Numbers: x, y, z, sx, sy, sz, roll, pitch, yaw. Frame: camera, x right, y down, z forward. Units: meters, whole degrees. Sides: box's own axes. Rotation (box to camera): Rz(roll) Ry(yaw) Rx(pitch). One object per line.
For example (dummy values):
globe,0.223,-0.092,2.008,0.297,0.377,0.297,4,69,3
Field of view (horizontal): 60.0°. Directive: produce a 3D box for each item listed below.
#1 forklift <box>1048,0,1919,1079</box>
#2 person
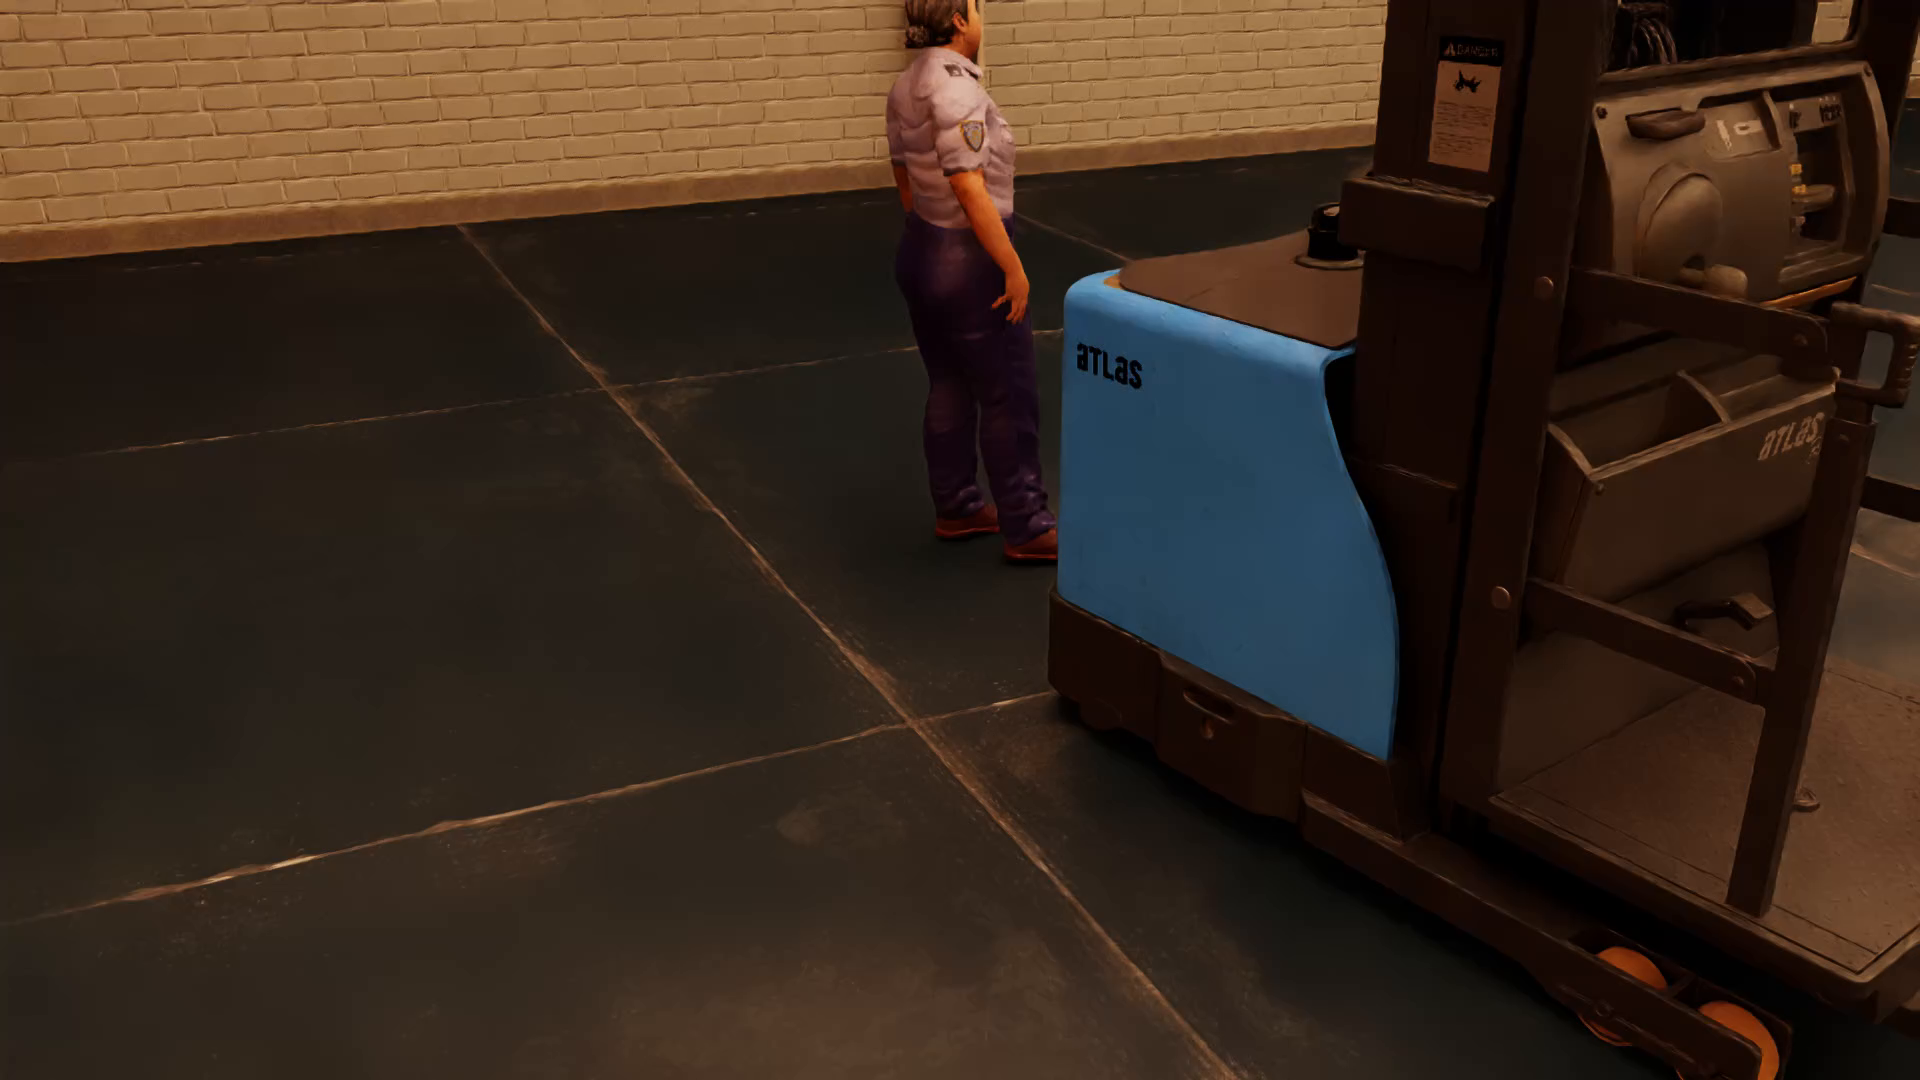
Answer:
forklift,1.515,-0.615,2.767,1.130,2.935,3.031,-17,28,-34
person,0.091,-0.771,4.806,0.502,1.642,0.599,-10,25,-23
